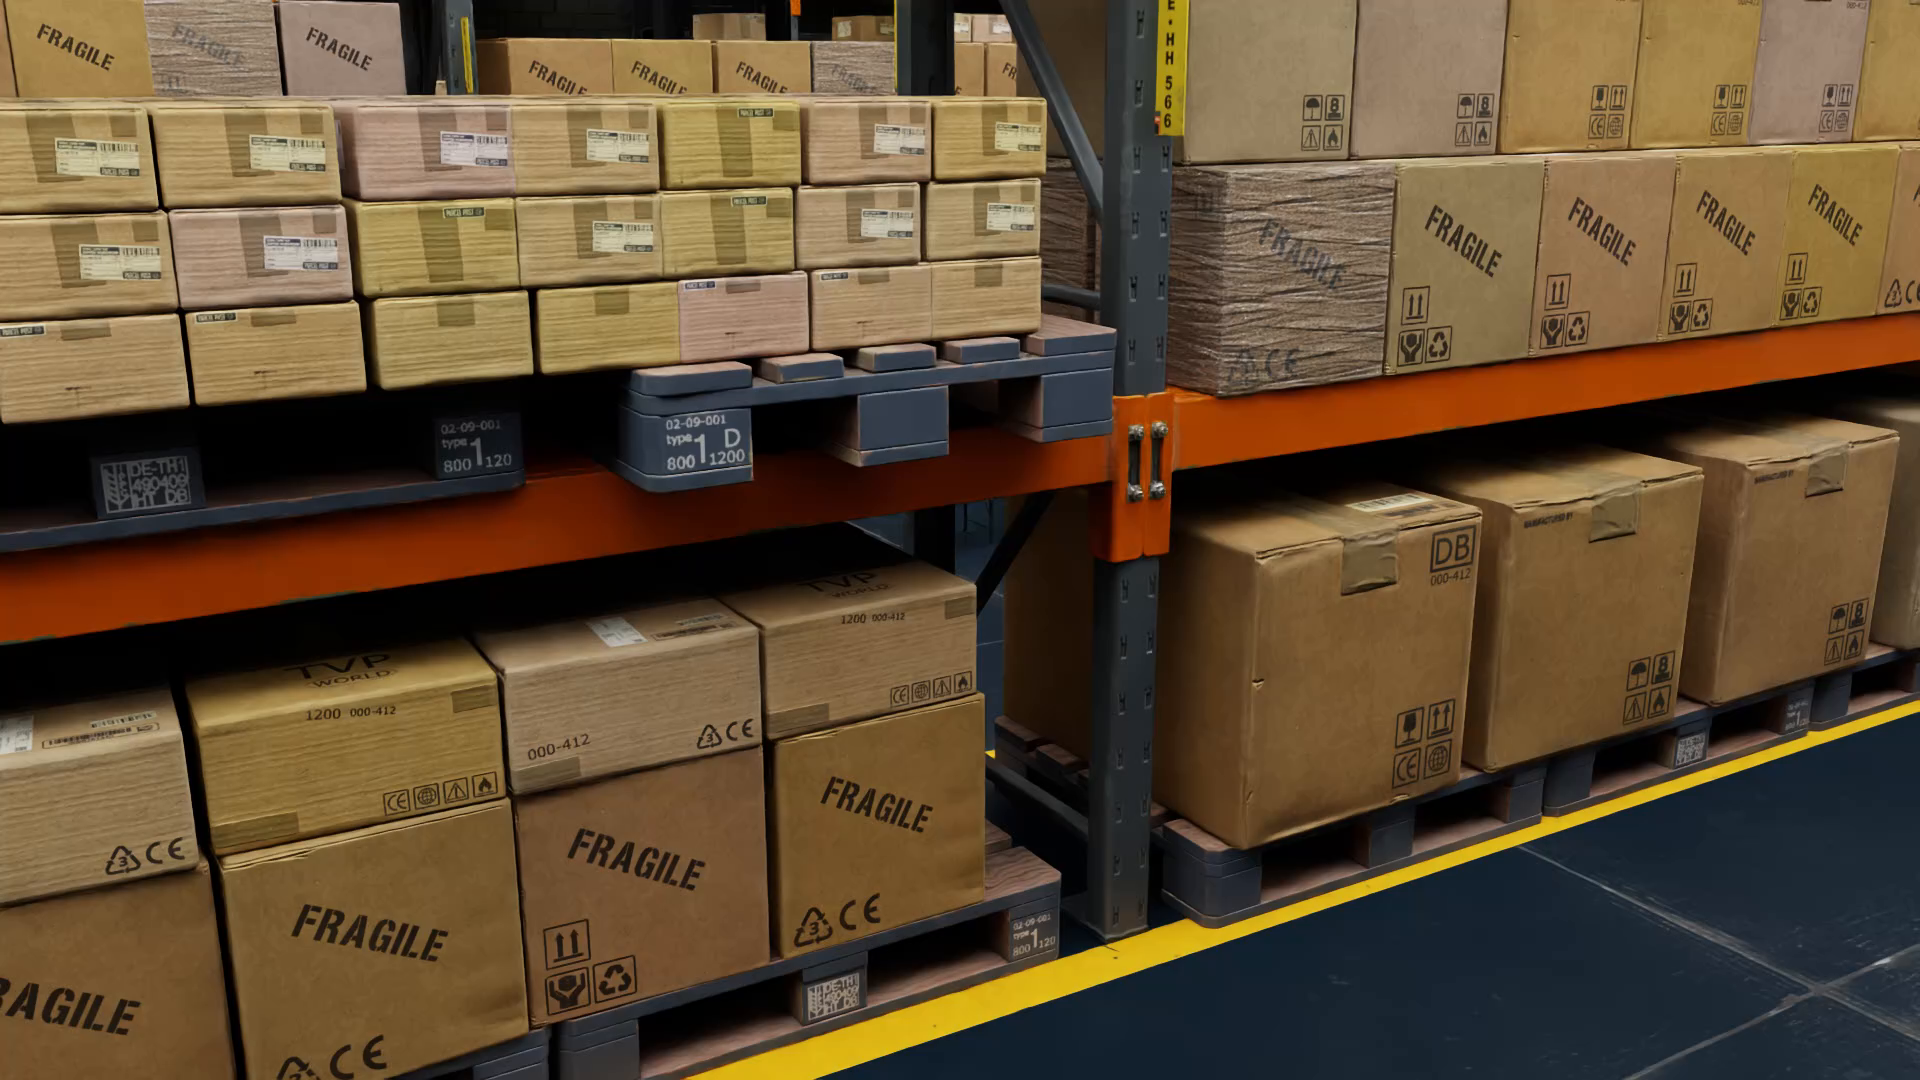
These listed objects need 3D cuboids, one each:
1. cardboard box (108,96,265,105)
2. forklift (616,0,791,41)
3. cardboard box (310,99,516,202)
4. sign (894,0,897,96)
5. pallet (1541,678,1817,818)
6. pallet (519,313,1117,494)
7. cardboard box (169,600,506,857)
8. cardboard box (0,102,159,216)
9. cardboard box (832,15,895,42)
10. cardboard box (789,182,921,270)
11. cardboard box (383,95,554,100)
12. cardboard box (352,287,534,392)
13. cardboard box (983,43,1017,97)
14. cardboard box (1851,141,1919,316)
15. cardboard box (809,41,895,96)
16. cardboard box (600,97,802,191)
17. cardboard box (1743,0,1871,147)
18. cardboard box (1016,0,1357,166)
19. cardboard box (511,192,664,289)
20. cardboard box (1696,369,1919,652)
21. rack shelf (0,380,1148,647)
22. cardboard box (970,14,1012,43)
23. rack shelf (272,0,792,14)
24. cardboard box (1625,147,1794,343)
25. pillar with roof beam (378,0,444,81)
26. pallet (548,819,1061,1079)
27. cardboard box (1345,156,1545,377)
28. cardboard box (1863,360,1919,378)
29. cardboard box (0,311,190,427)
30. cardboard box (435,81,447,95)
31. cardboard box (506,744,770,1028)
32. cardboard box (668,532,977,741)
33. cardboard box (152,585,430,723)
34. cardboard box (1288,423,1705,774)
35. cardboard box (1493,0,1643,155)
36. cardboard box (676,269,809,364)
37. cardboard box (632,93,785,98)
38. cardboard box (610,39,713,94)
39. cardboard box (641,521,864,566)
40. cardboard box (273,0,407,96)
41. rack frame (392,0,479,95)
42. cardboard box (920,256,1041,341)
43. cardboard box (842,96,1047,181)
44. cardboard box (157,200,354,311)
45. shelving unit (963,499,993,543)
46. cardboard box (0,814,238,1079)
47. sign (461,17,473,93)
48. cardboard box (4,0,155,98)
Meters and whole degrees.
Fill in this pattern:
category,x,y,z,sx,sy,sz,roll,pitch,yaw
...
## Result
category,x,y,z,sx,sy,sz,roll,pitch,yaw
cardboard box,-1.476,-0.768,3.179,0.250,0.149,0.380,-9,18,-28
forklift,-1.780,-2.761,11.828,1.130,2.935,3.031,-5,17,-19
cardboard box,-0.916,-0.656,2.777,0.250,0.149,0.380,-9,18,-30
sign,-0.143,-1.289,4.304,0.005,0.325,0.100,-9,18,-30
pallet,1.905,0.479,5.310,1.213,0.211,1.003,-9,18,-30
pallet,-0.411,-0.387,3.589,1.003,0.211,1.213,-9,18,-30
cardboard box,-1.177,0.333,3.130,0.500,0.250,0.500,-9,18,-28
cardboard box,-1.372,-0.581,2.512,0.250,0.149,0.380,-9,18,-28
cardboard box,-0.525,-2.838,9.260,0.250,0.149,0.380,-8,18,-27
cardboard box,-0.271,-0.616,3.187,0.250,0.149,0.380,-8,18,-28
cardboard box,-1.019,-0.844,3.447,0.250,0.149,0.380,-10,19,-32
cardboard box,-0.920,-0.368,2.852,0.250,0.149,0.380,-10,19,-32
cardboard box,0.236,-2.497,9.247,0.500,0.500,0.500,-9,18,-29
cardboard box,2.831,-1.003,5.244,0.500,0.500,0.500,-9,18,-30
cardboard box,-0.658,-2.354,8.736,0.500,0.500,0.500,-10,19,-32
cardboard box,-0.480,-0.726,3.027,0.250,0.149,0.380,-9,18,-28
cardboard box,2.278,-1.476,5.081,0.500,0.500,0.700,-9,18,-29
cardboard box,0.535,-1.193,4.070,0.500,0.500,0.700,-9,18,-30
cardboard box,-0.710,-0.544,2.930,0.250,0.149,0.380,-9,18,-30
cardboard box,3.088,-0.171,5.853,0.750,0.750,1.050,-9,18,-30
rack shelf,-1.569,0.021,3.109,4.000,0.370,1.077,-9,18,-30
cardboard box,0.075,-2.781,9.057,0.250,0.149,0.380,-10,18,-31
rack shelf,-3.336,-4.258,12.819,4.000,0.370,1.077,-9,18,-30
cardboard box,1.964,-0.861,4.740,0.500,0.500,0.500,-9,18,-30
pillar with roof beam,-2.180,-5.165,9.162,0.400,9.000,9.100,-9,18,-30
pallet,-0.525,0.848,3.994,1.213,0.211,1.003,-9,18,-30
cardboard box,1.104,-0.723,4.245,0.500,0.500,0.500,-9,18,-30
cardboard box,4.149,-0.410,6.472,0.875,0.875,0.875,-9,18,-29
cardboard box,-1.375,-0.294,2.588,0.250,0.149,0.380,-10,19,-32
cardboard box,-3.972,-3.337,12.371,0.250,0.149,0.380,-9,18,-29
cardboard box,-0.731,0.622,3.488,0.500,0.500,0.500,-8,18,-27
cardboard box,-0.306,0.193,3.628,0.500,0.250,0.500,-10,18,-31
cardboard box,-1.436,0.213,3.555,0.500,0.250,0.500,-9,18,-29
cardboard box,1.461,0.092,4.915,0.750,0.750,1.050,-9,18,-29
cardboard box,1.407,-1.335,4.578,0.500,0.500,0.700,-10,18,-31
cardboard box,-0.475,-0.440,3.108,0.250,0.149,0.380,-9,18,-29
cardboard box,-0.579,-0.913,3.696,0.250,0.149,0.380,-10,18,-31
cardboard box,-1.543,-2.211,8.226,0.500,0.500,0.500,-8,18,-27
cardboard box,-0.570,0.077,4.042,0.500,0.250,0.500,-10,19,-32
cardboard box,-2.799,-2.132,7.419,0.500,0.500,0.500,-10,18,-31
rack frame,-2.490,-1.734,8.040,0.127,3.000,1.000,-9,18,-30
cardboard box,-0.041,-0.509,3.357,0.250,0.149,0.380,-9,18,-29
cardboard box,-0.039,-0.797,3.280,0.250,0.149,0.380,-10,19,-32
cardboard box,-1.148,-0.474,2.679,0.250,0.149,0.380,-9,18,-28
shelving unit,-0.007,-0.432,7.284,0.210,0.900,0.258,-9,18,-30
cardboard box,-1.619,0.763,2.983,0.500,0.500,0.500,-9,18,-29
sign,-2.202,-2.164,7.427,0.005,0.325,0.100,-9,18,-30
cardboard box,-3.664,-1.991,6.917,0.500,0.500,0.500,-9,18,-30
